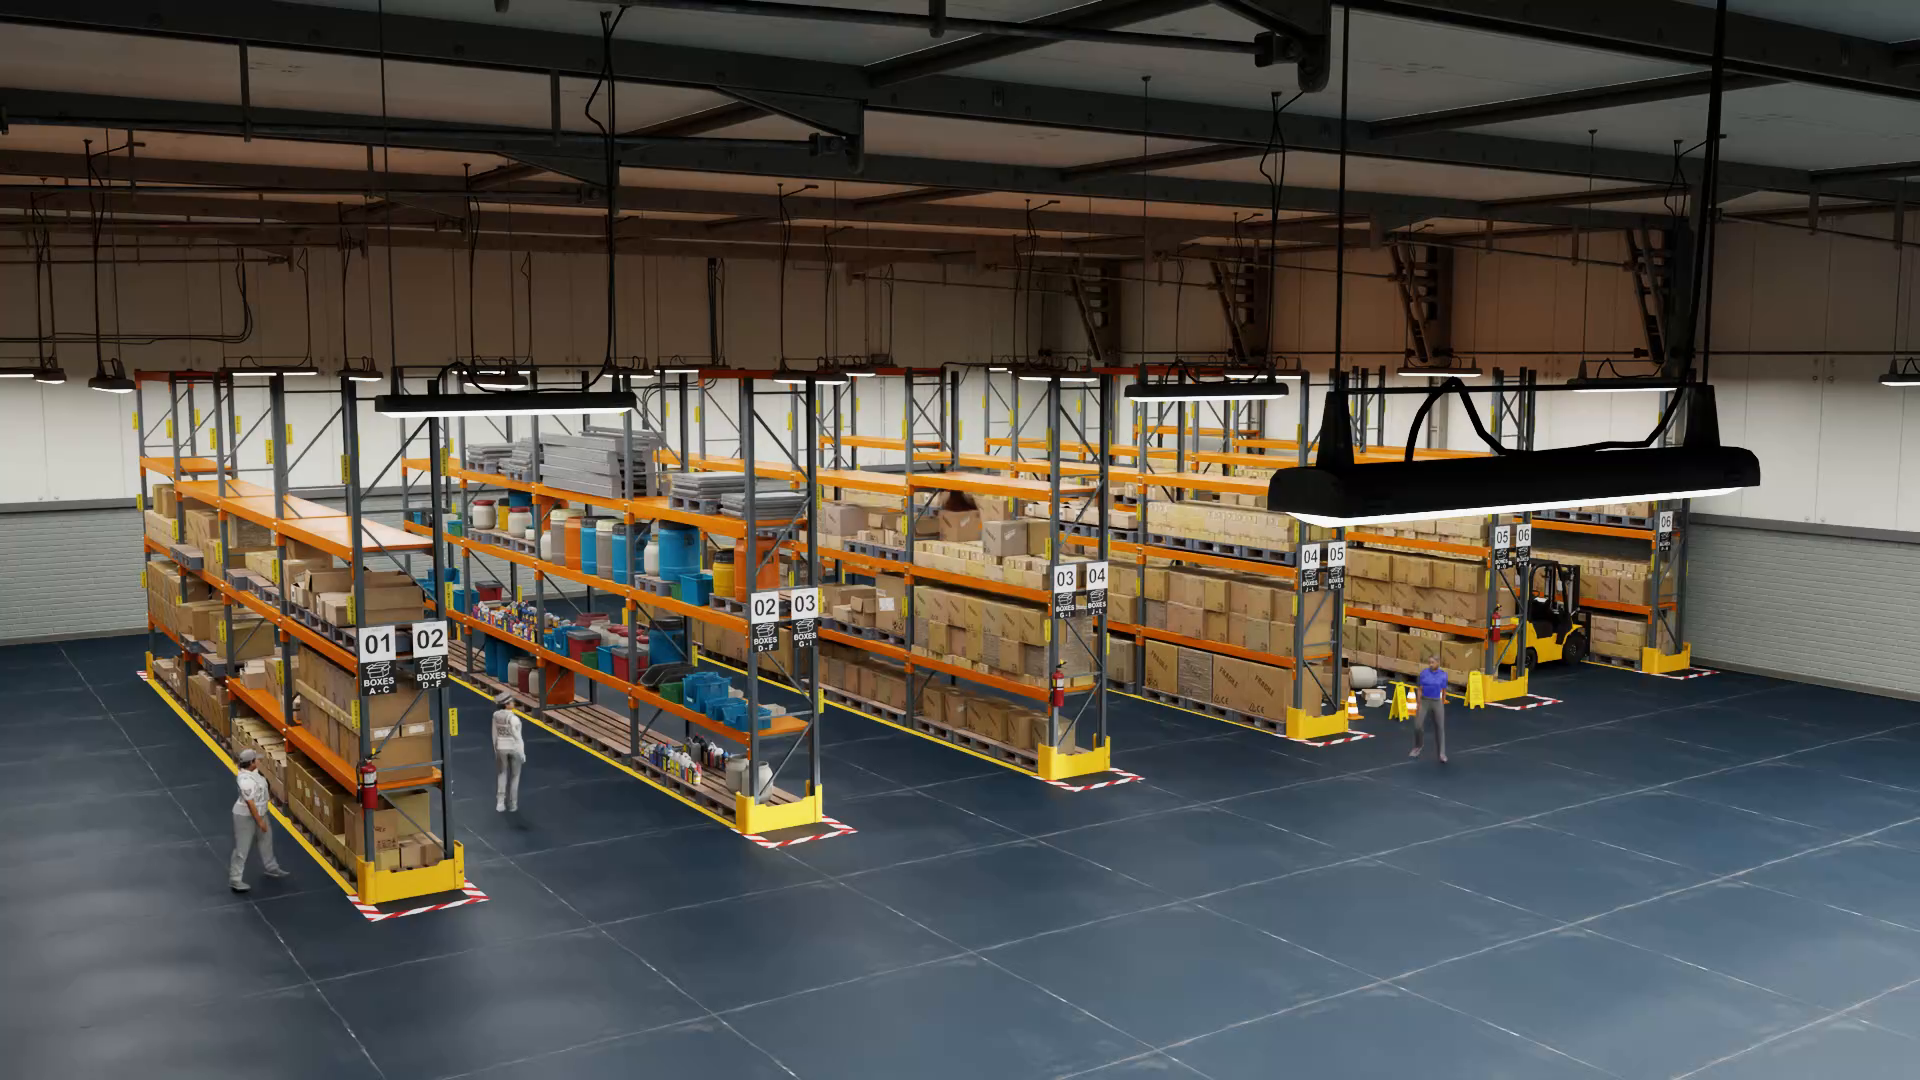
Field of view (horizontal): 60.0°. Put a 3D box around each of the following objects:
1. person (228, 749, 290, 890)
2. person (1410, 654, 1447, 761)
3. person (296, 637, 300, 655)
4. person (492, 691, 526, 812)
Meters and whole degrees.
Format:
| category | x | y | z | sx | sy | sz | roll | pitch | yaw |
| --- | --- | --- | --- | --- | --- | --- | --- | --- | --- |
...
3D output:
| category | x | y | z | sx | sy | sz | roll | pitch | yaw |
| --- | --- | --- | --- | --- | --- | --- | --- | --- | --- |
| person | -8.396 | 3.291 | 19.810 | 0.573 | 1.679 | 0.664 | -1 | 6 | -6 |
| person | 7.313 | 2.586 | 25.856 | 0.566 | 1.676 | 0.391 | 2 | 7 | 16 |
| person | -13.255 | 1.739 | 33.009 | 0.405 | 1.789 | 0.597 | -1 | 6 | -5 |
| person | -6.217 | 2.903 | 22.860 | 0.481 | 1.687 | 0.473 | 0 | 6 | 0 |
